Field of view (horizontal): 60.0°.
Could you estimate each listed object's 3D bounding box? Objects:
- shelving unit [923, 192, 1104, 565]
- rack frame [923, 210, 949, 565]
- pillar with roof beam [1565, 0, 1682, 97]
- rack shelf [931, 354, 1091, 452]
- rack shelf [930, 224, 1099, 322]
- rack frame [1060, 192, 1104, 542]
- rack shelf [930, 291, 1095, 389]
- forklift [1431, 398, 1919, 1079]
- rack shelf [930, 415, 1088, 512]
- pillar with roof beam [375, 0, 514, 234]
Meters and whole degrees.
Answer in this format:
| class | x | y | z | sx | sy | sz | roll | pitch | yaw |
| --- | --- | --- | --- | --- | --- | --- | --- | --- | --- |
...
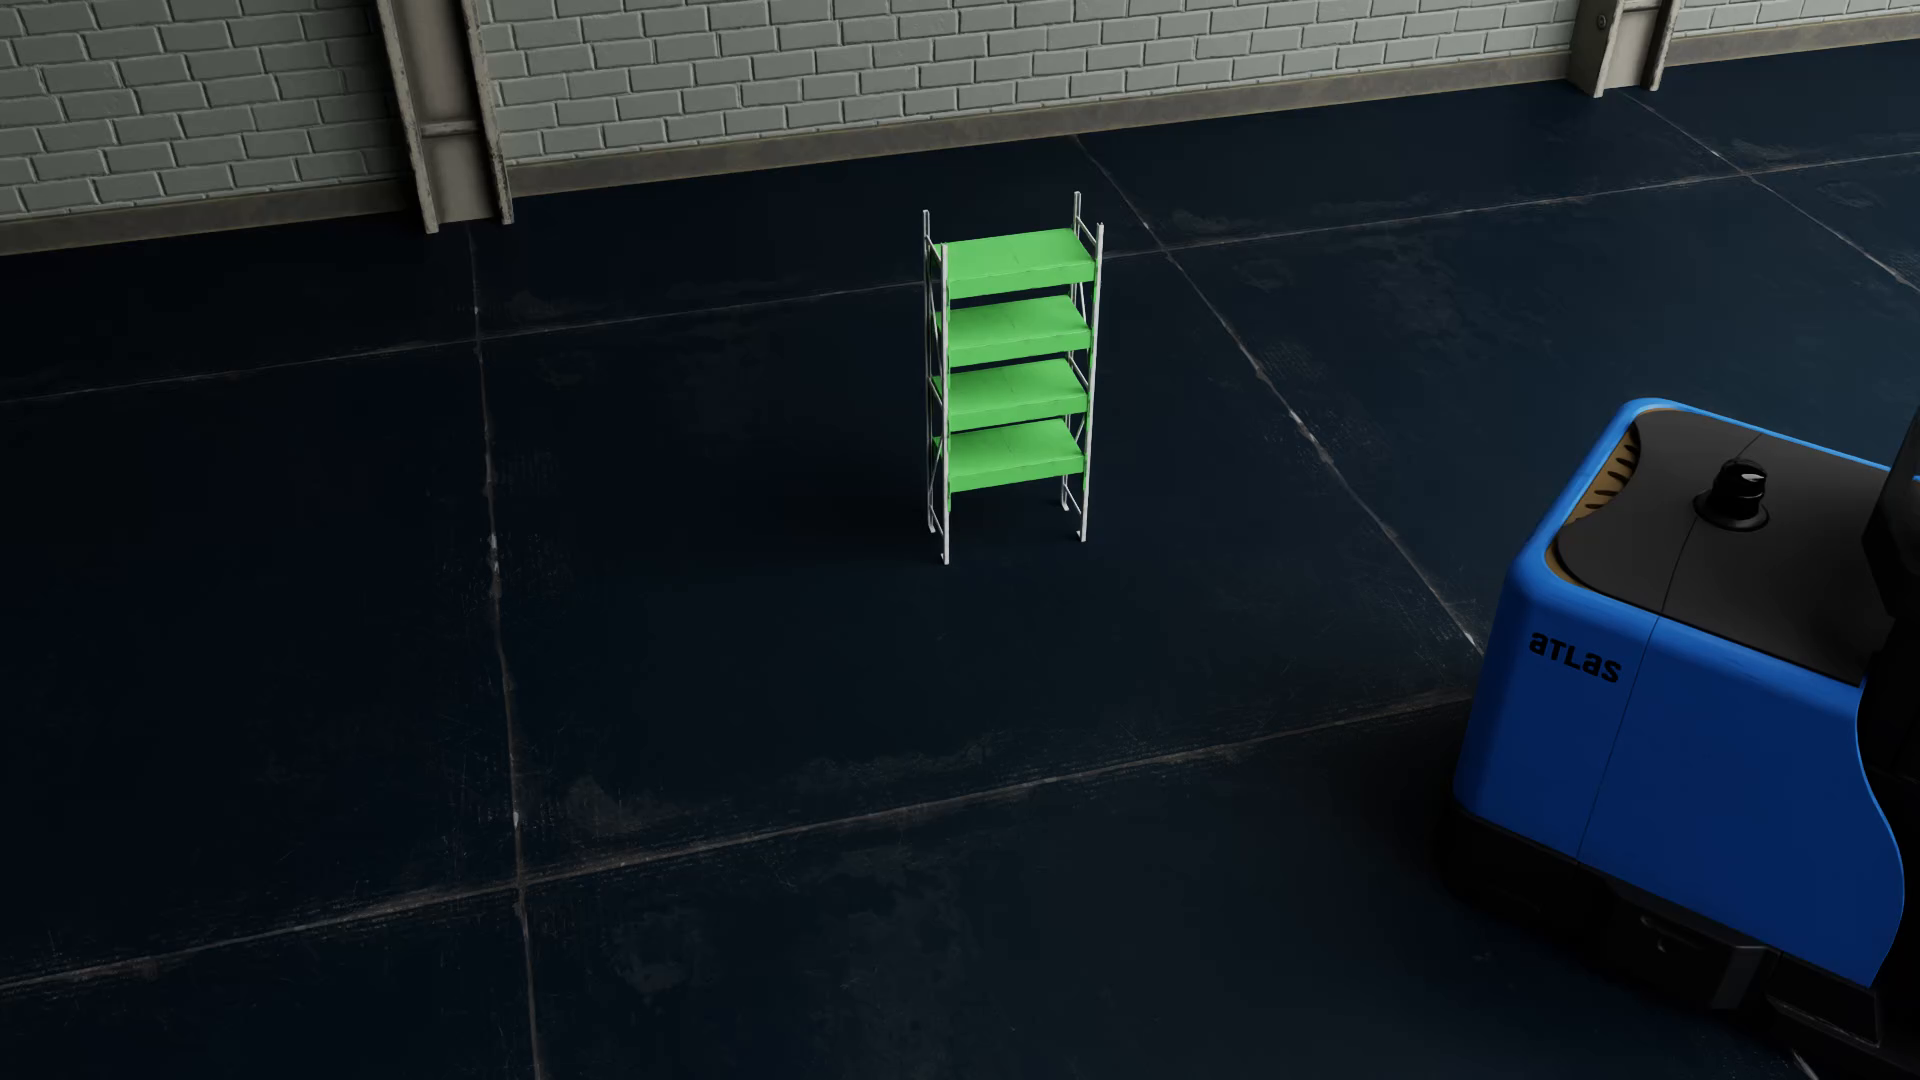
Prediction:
| class | x | y | z | sx | sy | sz | roll | pitch | yaw |
| --- | --- | --- | --- | --- | --- | --- | --- | --- | --- |
| shelving unit | 0.160 | -0.503 | 5.420 | 0.503 | 1.200 | 0.258 | -9 | 38 | -12 |
| rack frame | -0.076 | -0.464 | 5.369 | 0.015 | 1.200 | 0.240 | -9 | 38 | -12 |
| pillar with roof beam | 4.631 | -3.517 | 2.941 | 0.400 | 9.000 | 9.100 | -9 | 38 | -12 |
| rack shelf | 0.160 | -0.452 | 5.459 | 0.480 | 0.148 | 0.258 | -9 | 38 | -12 |
| rack shelf | 0.160 | -0.833 | 5.167 | 0.480 | 0.148 | 0.258 | -9 | 38 | -12 |
| rack frame | 0.395 | -0.541 | 5.470 | 0.015 | 1.200 | 0.240 | -9 | 38 | -12 |
| rack shelf | 0.160 | -0.643 | 5.313 | 0.480 | 0.148 | 0.258 | -9 | 38 | -12 |
| forklift | 2.781 | 0.030 | 3.298 | 3.031 | 2.935 | 1.130 | 23 | 43 | 27 |
| rack shelf | 0.160 | -0.261 | 5.604 | 0.480 | 0.148 | 0.258 | -9 | 38 | -12 |
| pillar with roof beam | -1.161 | -2.566 | 1.698 | 0.400 | 9.000 | 9.100 | -9 | 38 | -12 |
